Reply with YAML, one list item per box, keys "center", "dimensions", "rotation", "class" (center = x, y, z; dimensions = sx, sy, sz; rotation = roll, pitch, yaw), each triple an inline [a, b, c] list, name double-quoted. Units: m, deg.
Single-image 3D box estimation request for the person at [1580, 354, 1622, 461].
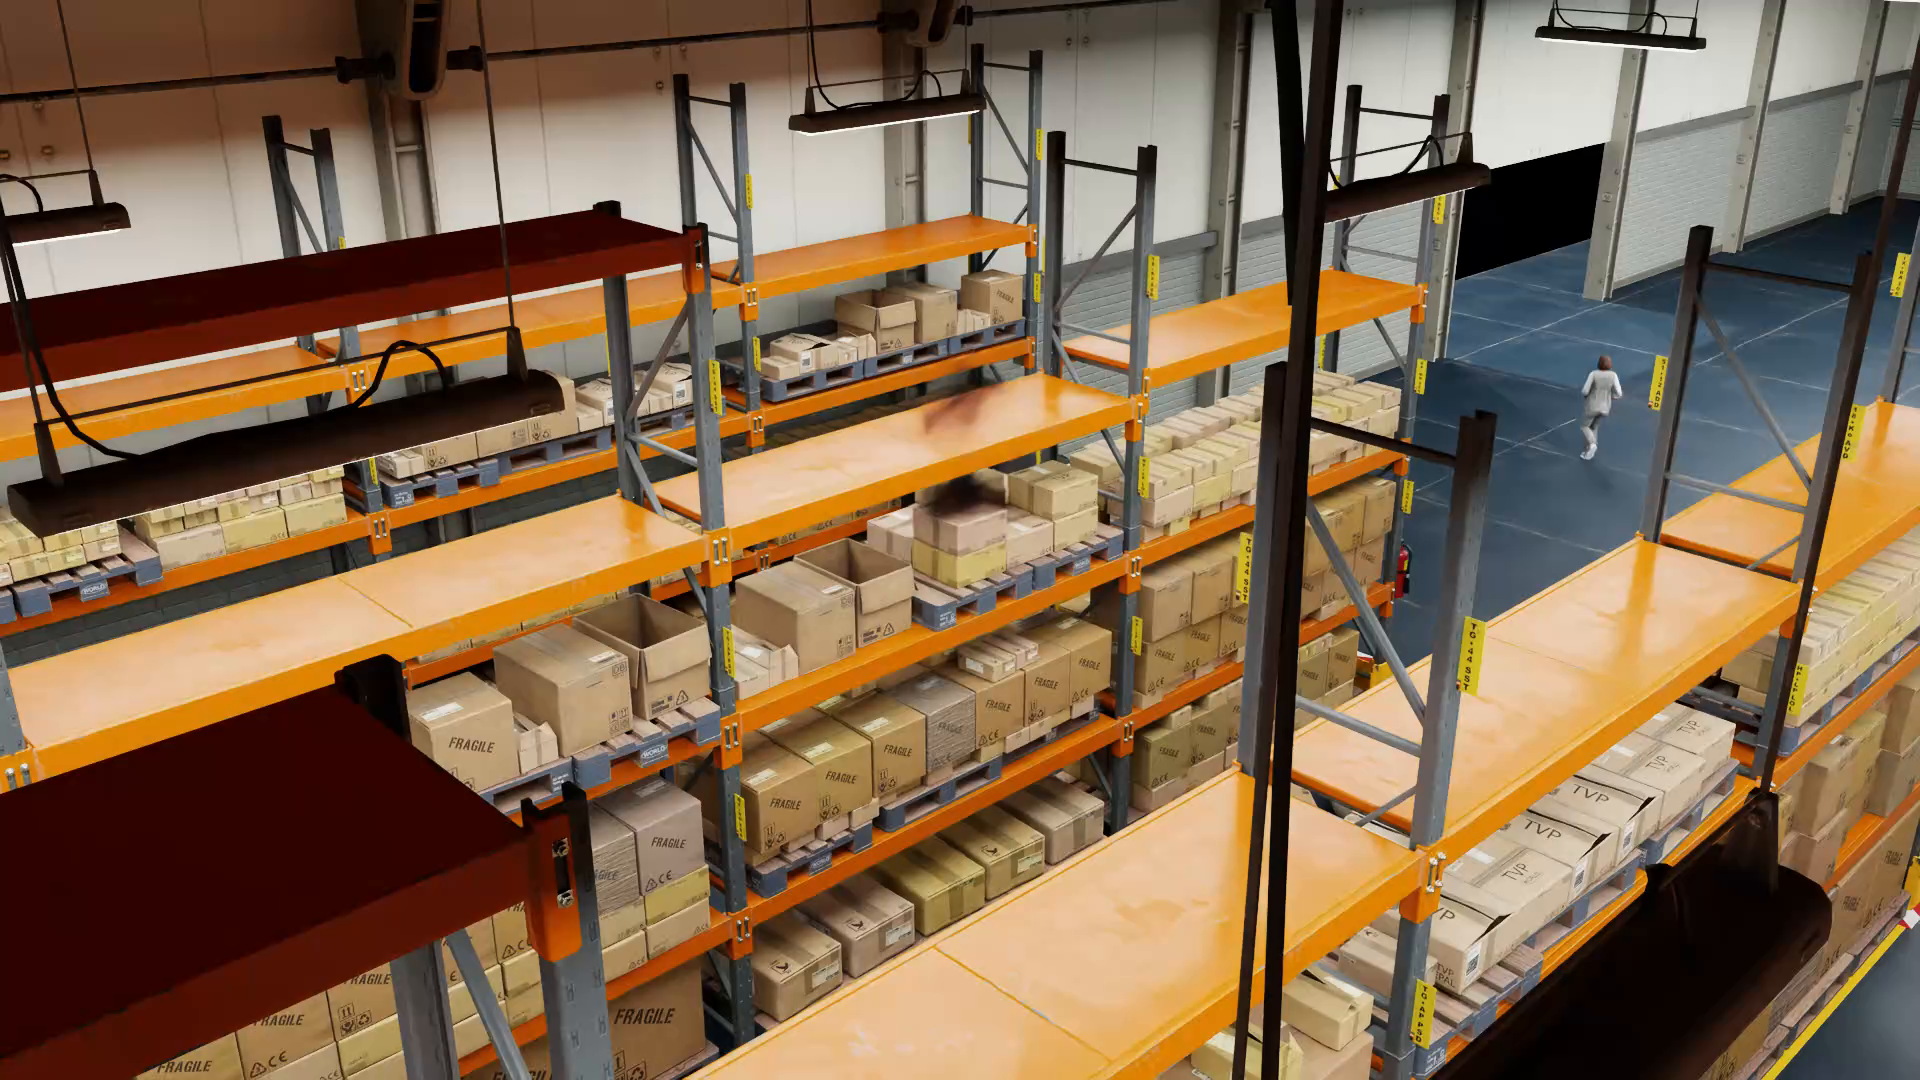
- center: [8.923, -1.822, 23.246]
  dimensions: [0.529, 1.543, 0.596]
  rotation: [2, 23, 4]
  class: "person"
